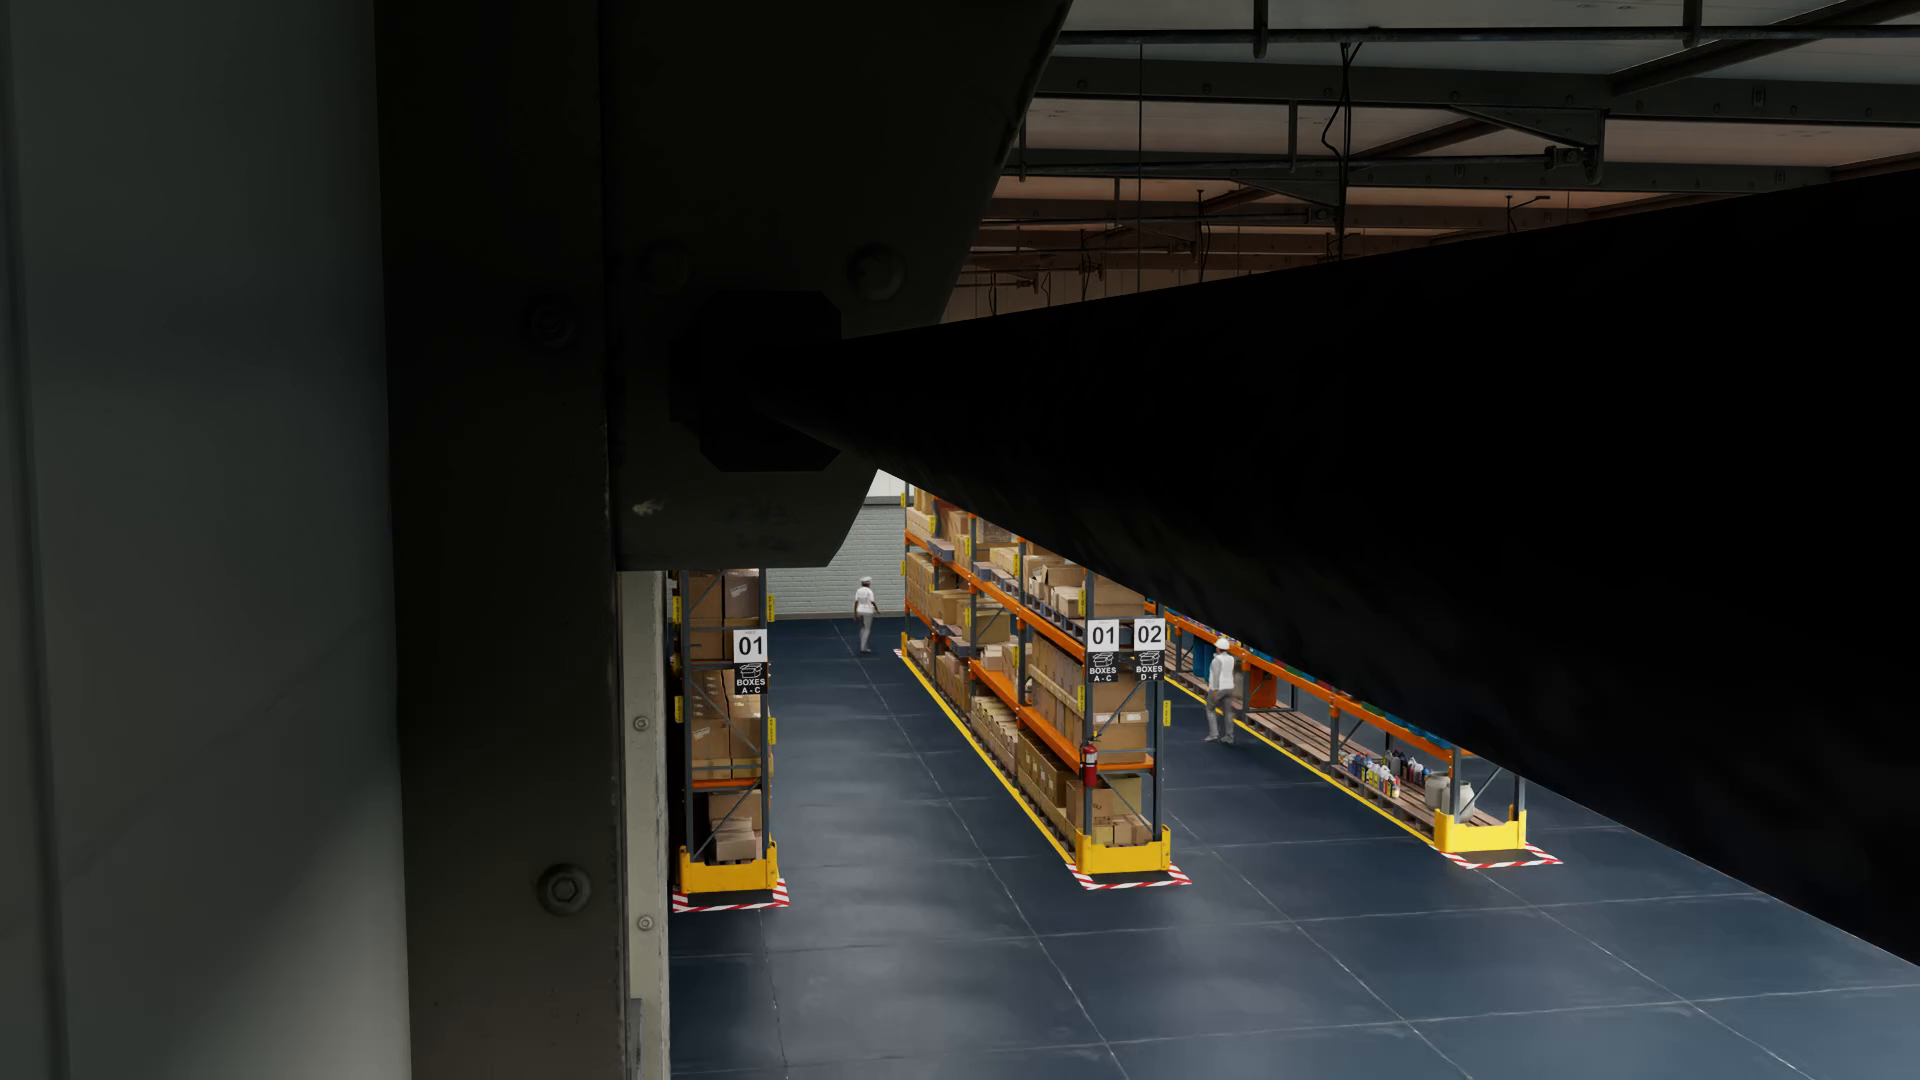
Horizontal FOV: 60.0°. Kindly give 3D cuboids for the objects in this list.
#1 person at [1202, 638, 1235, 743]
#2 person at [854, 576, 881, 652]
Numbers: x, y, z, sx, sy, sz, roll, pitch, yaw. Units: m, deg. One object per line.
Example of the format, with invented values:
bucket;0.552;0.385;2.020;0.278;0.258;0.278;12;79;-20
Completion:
person;4.462;2.560;28.088;0.547;1.811;0.559;-3;7;-27
person;-2.112;1.652;37.131;0.495;1.667;0.616;4;7;35
